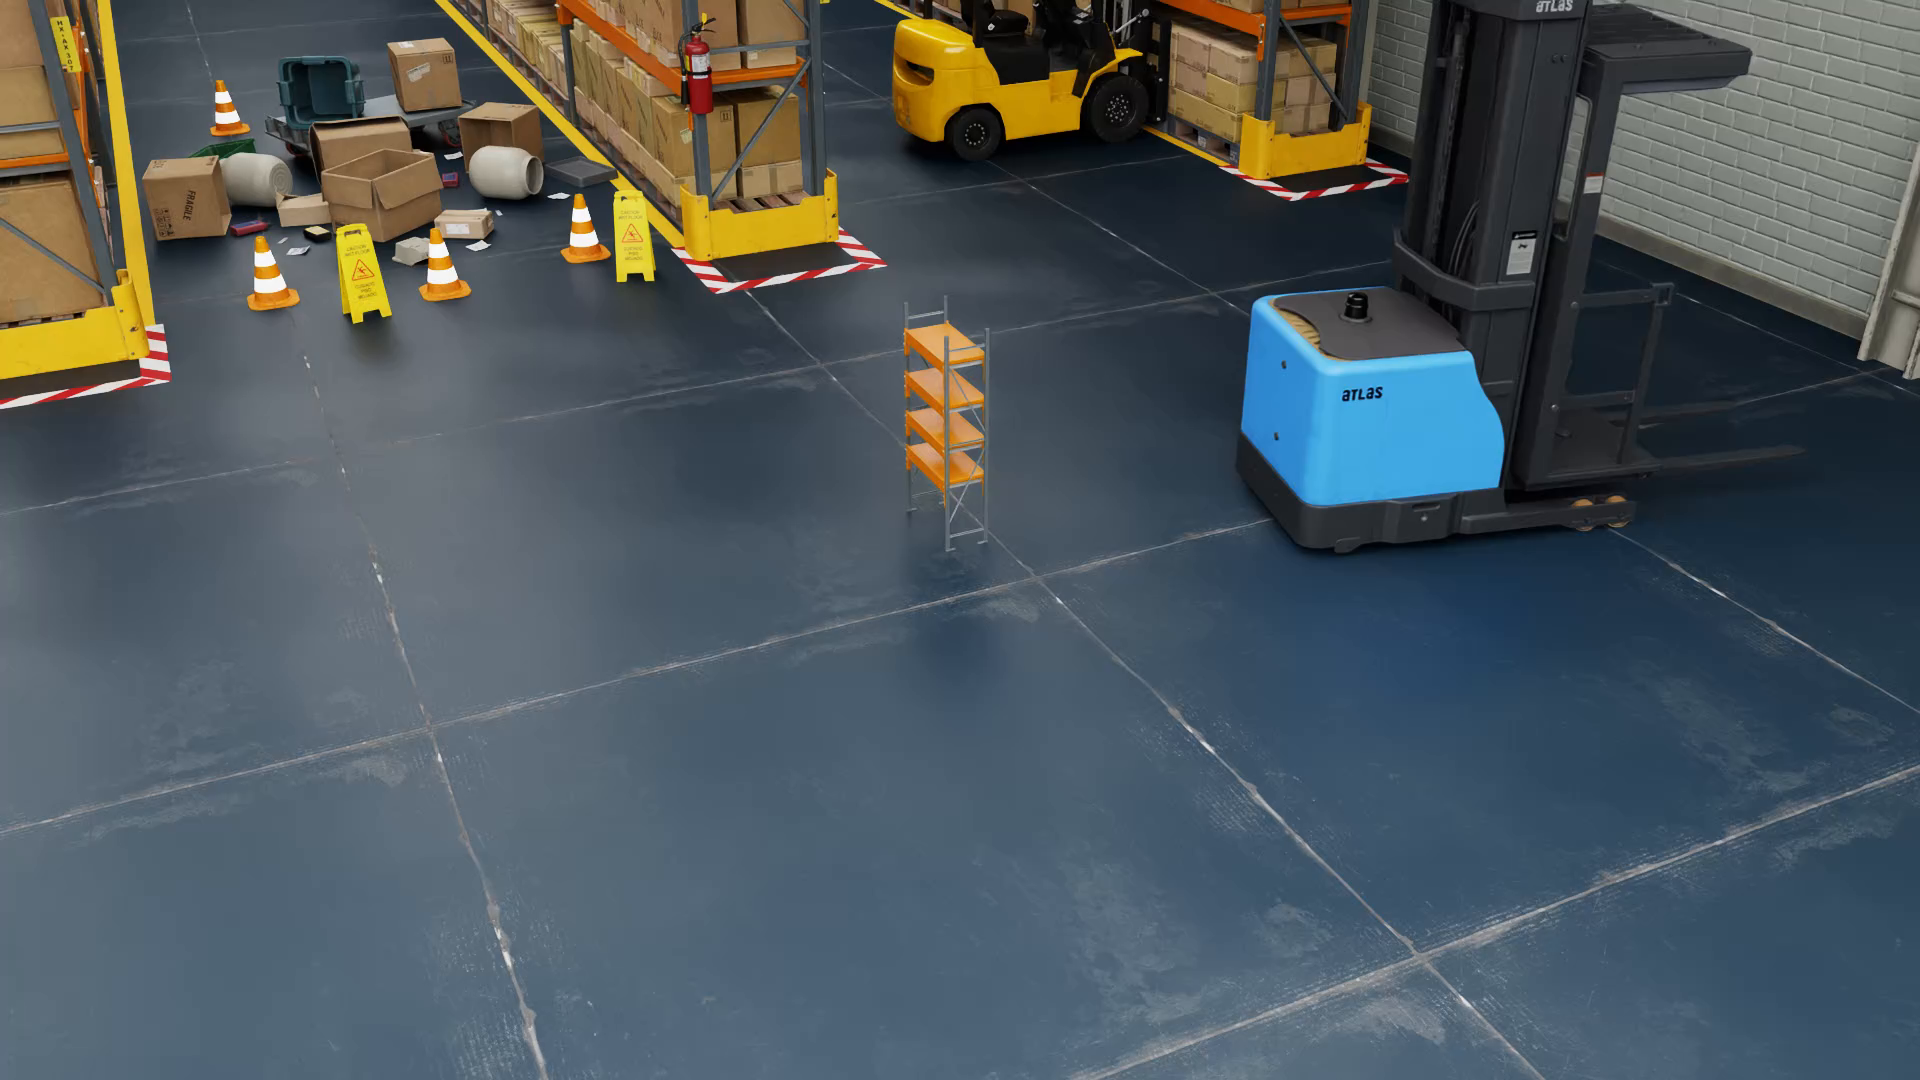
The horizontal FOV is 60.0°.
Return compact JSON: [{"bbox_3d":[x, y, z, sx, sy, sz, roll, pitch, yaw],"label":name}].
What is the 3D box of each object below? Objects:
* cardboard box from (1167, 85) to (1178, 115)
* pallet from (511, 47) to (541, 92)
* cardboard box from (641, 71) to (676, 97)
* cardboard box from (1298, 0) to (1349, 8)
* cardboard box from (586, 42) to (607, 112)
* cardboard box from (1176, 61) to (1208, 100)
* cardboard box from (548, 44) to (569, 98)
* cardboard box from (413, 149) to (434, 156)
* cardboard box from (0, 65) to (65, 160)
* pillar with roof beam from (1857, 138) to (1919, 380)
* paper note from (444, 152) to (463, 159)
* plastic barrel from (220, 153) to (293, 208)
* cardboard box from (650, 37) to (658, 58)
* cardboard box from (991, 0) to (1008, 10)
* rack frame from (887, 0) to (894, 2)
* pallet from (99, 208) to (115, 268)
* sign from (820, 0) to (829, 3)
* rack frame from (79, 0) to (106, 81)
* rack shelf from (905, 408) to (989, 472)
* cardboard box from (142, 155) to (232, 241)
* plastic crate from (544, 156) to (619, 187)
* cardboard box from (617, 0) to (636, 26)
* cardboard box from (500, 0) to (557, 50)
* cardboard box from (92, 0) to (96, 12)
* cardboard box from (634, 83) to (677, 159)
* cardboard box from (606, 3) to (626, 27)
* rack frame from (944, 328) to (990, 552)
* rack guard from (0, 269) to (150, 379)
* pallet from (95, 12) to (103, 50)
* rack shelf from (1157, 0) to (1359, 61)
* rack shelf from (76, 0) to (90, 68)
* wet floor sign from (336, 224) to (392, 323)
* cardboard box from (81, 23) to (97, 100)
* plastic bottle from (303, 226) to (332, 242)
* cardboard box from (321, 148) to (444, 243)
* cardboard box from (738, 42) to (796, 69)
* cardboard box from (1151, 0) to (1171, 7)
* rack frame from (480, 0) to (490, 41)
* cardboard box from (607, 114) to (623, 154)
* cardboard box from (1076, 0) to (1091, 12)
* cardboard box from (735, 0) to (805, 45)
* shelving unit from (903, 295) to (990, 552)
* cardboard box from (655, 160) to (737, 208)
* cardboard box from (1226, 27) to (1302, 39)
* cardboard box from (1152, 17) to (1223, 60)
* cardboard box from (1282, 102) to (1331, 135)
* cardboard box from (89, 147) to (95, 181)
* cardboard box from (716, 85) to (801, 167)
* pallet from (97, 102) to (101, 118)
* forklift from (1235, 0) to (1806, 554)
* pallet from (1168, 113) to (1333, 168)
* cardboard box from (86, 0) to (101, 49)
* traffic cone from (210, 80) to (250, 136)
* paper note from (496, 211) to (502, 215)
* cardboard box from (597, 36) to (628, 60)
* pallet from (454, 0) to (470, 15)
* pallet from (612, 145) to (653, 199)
[{"bbox_3d":[2.096,-4.168,15.498,0.500,0.250,0.500,-13,32,-21],"label":"cardboard box"},{"bbox_3d":[-4.067,-4.989,17.431,1.003,0.211,1.213,-13,32,-22],"label":"pallet"},{"bbox_3d":[-2.285,-3.596,13.048,0.380,0.149,0.250,-12,31,-21],"label":"cardboard box"},{"bbox_3d":[3.033,-4.919,14.354,0.500,0.500,0.500,-12,31,-20],"label":"cardboard box"},{"bbox_3d":[-2.954,-4.081,14.577,0.500,0.500,0.500,-12,31,-20],"label":"cardboard box"},{"bbox_3d":[2.298,-4.174,14.997,0.500,0.250,0.500,-13,32,-22],"label":"cardboard box"},{"bbox_3d":[-3.431,-4.590,16.126,0.950,0.372,0.625,-13,32,-21],"label":"cardboard box"},{"bbox_3d":[-4.793,-3.319,14.397,0.396,0.266,0.258,13,32,21],"label":"cardboard box"},{"bbox_3d":[-6.114,-2.691,10.328,0.875,0.550,0.550,-13,32,-22],"label":"cardboard box"},{"bbox_3d":[2.197,-4.158,6.964,9.100,9.000,0.400,-13,32,-22],"label":"pillar with roof beam"},{"bbox_3d":[-4.517,-3.434,14.843,0.148,0.019,0.142,-13,32,-22],"label":"paper note"},{"bbox_3d":[-5.759,-2.935,13.551,0.512,0.421,0.421,7,30,13],"label":"plastic barrel"},{"bbox_3d":[-2.140,-3.772,12.666,0.380,0.149,0.250,-14,32,-23],"label":"cardboard box"},{"bbox_3d":[0.717,-6.086,18.534,0.875,0.625,0.625,-13,32,-22],"label":"cardboard box"},{"bbox_3d":[-0.440,-8.133,20.186,1.000,3.000,0.127,-13,32,-22],"label":"rack frame"},{"bbox_3d":[-6.848,-2.129,12.332,1.003,0.211,1.213,-13,32,-22],"label":"pallet"},{"bbox_3d":[-0.997,-4.046,12.014,0.100,0.325,0.005,-13,32,-22],"label":"sign"},{"bbox_3d":[-9.349,-6.005,16.391,1.000,3.000,0.127,-13,32,-22],"label":"rack frame"},{"bbox_3d":[-0.071,-0.538,8.620,0.258,0.148,0.480,-13,32,-22],"label":"rack shelf"},{"bbox_3d":[-6.038,-2.678,13.013,0.500,0.500,0.500,-8,30,-13],"label":"cardboard box"},{"bbox_3d":[-3.271,-3.183,14.344,0.583,0.080,0.402,26,38,38],"label":"plastic crate"},{"bbox_3d":[-2.391,-4.354,13.041,0.500,0.500,0.500,-13,32,-22],"label":"cardboard box"},{"bbox_3d":[-4.364,-5.550,17.837,0.950,0.372,0.625,-14,32,-23],"label":"cardboard box"},{"bbox_3d":[-10.301,-6.364,19.158,0.500,0.500,0.500,-14,32,-23],"label":"cardboard box"},{"bbox_3d":[-2.293,-3.395,13.352,0.500,0.500,0.500,-12,31,-20],"label":"cardboard box"},{"bbox_3d":[-2.684,-4.333,13.667,0.380,0.149,0.250,-13,32,-22],"label":"cardboard box"},{"bbox_3d":[0.034,-0.489,8.395,0.240,1.200,0.015,-13,32,-22],"label":"rack frame"},{"bbox_3d":[-5.904,-1.370,10.682,1.175,0.500,0.348,-13,32,-22],"label":"rack guard"},{"bbox_3d":[-10.203,-5.672,18.649,1.003,0.211,1.213,-13,32,-22],"label":"pallet"},{"bbox_3d":[2.136,-5.168,15.636,1.077,0.370,4.000,-13,32,-22],"label":"rack shelf"},{"bbox_3d":[-8.490,-4.807,14.992,1.077,0.370,4.000,-13,32,-22],"label":"rack shelf"},{"bbox_3d":[-4.113,-1.847,11.384,0.267,0.644,0.232,-19,35,-30],"label":"wet floor sign"},{"bbox_3d":[-8.790,-4.533,15.638,1.050,0.750,0.750,-13,32,-21],"label":"cardboard box"},{"bbox_3d":[-5.020,-2.390,12.950,0.283,0.061,0.133,26,38,38],"label":"plastic bottle"},{"bbox_3d":[-4.527,-2.710,13.069,0.637,0.503,0.797,13,32,21],"label":"cardboard box"},{"bbox_3d":[-1.446,-3.639,12.429,0.380,0.149,0.250,-13,32,-22],"label":"cardboard box"},{"bbox_3d":[2.099,-5.162,16.248,0.500,0.250,0.500,-13,32,-22],"label":"cardboard box"},{"bbox_3d":[-4.921,-7.089,18.325,1.000,3.000,0.127,-13,32,-22],"label":"rack frame"},{"bbox_3d":[-2.725,-3.521,14.344,0.500,0.250,0.500,-14,32,-23],"label":"cardboard box"},{"bbox_3d":[1.412,-5.278,16.455,0.500,0.250,0.500,-13,32,-22],"label":"cardboard box"},{"bbox_3d":[-1.440,-3.996,12.402,0.500,0.500,0.500,-14,32,-23],"label":"cardboard box"},{"bbox_3d":[-0.071,-0.596,8.587,0.258,1.200,0.503,-13,32,-22],"label":"shelving unit"},{"bbox_3d":[-2.087,-2.850,13.147,0.500,0.250,0.500,-13,32,-22],"label":"cardboard box"},{"bbox_3d":[2.741,-4.491,15.051,0.500,0.250,0.500,-13,32,-22],"label":"cardboard box"},{"bbox_3d":[2.065,-4.602,15.249,0.500,0.250,0.500,-13,32,-21],"label":"cardboard box"},{"bbox_3d":[2.960,-3.841,14.914,0.500,0.250,0.500,-13,32,-22],"label":"cardboard box"},{"bbox_3d":[-7.425,-3.202,13.136,0.875,0.875,0.875,-13,32,-21],"label":"cardboard box"},{"bbox_3d":[-1.594,-3.290,13.166,0.500,0.500,0.500,-14,32,-24],"label":"cardboard box"},{"bbox_3d":[-8.558,-3.886,15.464,1.003,0.211,1.213,-13,32,-22],"label":"pallet"},{"bbox_3d":[3.115,-1.571,8.554,3.031,2.935,1.130,-6,30,-11],"label":"forklift"},{"bbox_3d":[2.628,-3.711,15.153,1.003,0.211,1.213,-13,32,-22],"label":"pallet"},{"bbox_3d":[-9.422,-5.464,17.553,0.500,0.500,0.500,-15,32,-24],"label":"cardboard box"},{"bbox_3d":[-6.843,-4.041,15.483,0.336,0.463,0.334,-13,32,-22],"label":"traffic cone"},{"bbox_3d":[-3.734,-2.649,13.464,0.032,0.001,0.123,-13,32,-22],"label":"paper note"},{"bbox_3d":[-2.855,-4.185,14.099,0.380,0.149,0.250,-11,31,-19],"label":"cardboard box"},{"bbox_3d":[-5.712,-6.775,20.616,1.003,0.211,1.213,-13,32,-22],"label":"pallet"},{"bbox_3d":[-2.356,-3.277,14.377,1.003,0.211,1.213,-13,32,-22],"label":"pallet"}]
